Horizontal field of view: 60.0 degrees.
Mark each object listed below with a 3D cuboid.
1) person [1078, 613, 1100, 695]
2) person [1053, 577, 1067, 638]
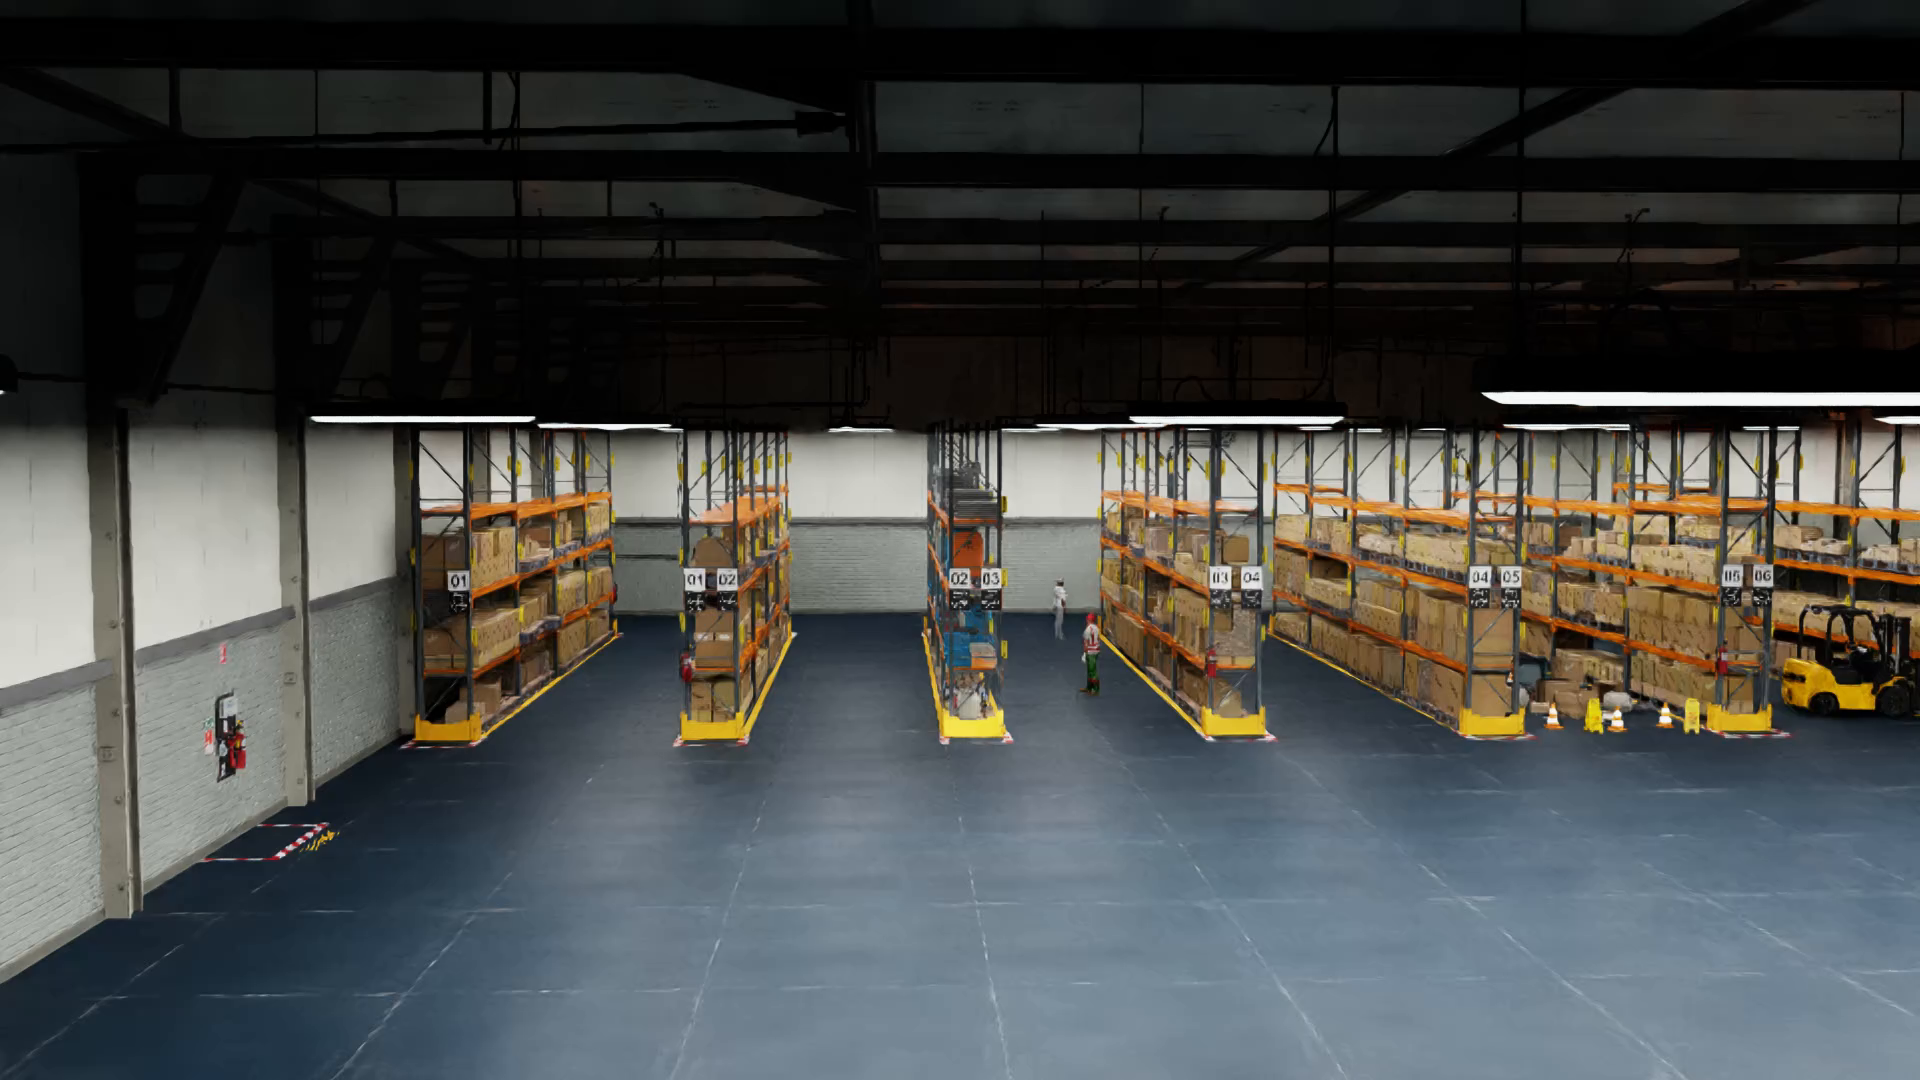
[{"bbox_3d":[2.839,2.479,36.470,0.577,1.785,0.655,2,4,25],"label":"person"},{"bbox_3d":[2.824,1.890,46.588,0.441,1.683,0.553,-2,4,-25],"label":"person"}]
